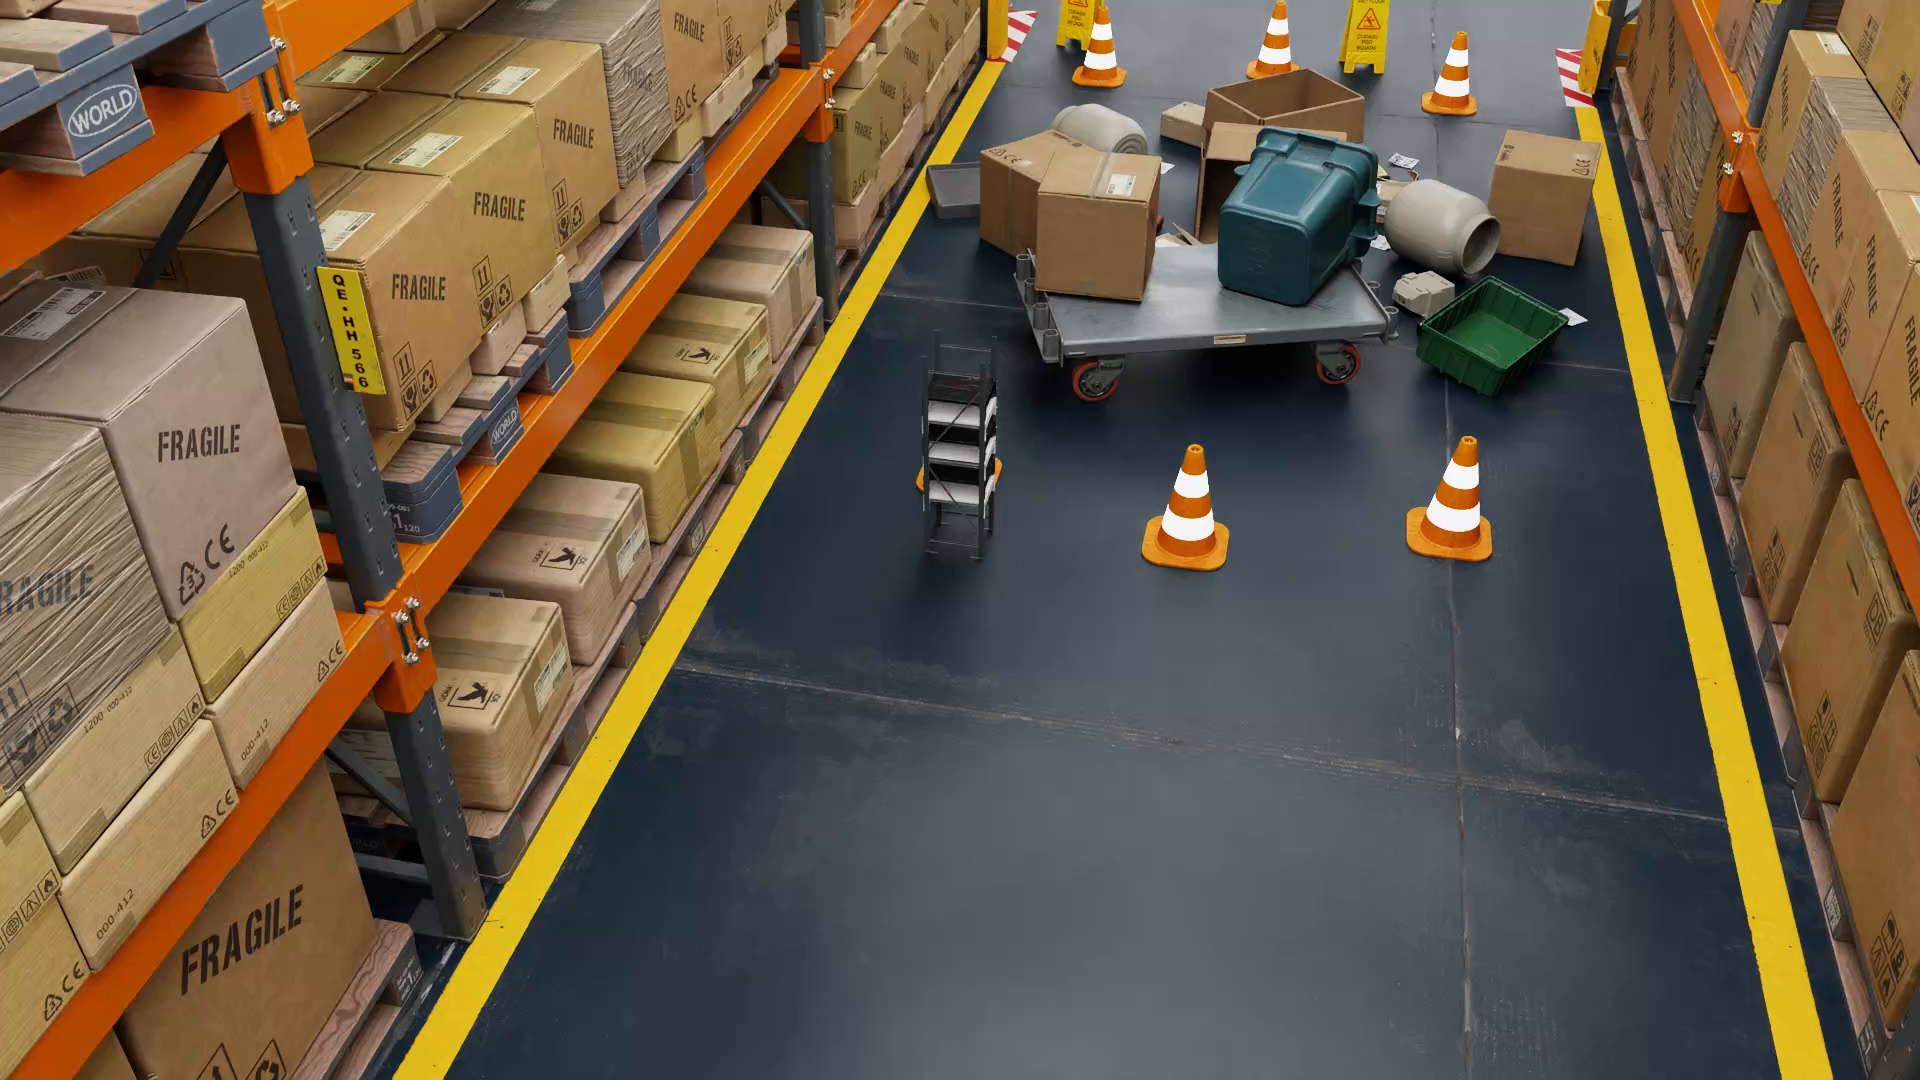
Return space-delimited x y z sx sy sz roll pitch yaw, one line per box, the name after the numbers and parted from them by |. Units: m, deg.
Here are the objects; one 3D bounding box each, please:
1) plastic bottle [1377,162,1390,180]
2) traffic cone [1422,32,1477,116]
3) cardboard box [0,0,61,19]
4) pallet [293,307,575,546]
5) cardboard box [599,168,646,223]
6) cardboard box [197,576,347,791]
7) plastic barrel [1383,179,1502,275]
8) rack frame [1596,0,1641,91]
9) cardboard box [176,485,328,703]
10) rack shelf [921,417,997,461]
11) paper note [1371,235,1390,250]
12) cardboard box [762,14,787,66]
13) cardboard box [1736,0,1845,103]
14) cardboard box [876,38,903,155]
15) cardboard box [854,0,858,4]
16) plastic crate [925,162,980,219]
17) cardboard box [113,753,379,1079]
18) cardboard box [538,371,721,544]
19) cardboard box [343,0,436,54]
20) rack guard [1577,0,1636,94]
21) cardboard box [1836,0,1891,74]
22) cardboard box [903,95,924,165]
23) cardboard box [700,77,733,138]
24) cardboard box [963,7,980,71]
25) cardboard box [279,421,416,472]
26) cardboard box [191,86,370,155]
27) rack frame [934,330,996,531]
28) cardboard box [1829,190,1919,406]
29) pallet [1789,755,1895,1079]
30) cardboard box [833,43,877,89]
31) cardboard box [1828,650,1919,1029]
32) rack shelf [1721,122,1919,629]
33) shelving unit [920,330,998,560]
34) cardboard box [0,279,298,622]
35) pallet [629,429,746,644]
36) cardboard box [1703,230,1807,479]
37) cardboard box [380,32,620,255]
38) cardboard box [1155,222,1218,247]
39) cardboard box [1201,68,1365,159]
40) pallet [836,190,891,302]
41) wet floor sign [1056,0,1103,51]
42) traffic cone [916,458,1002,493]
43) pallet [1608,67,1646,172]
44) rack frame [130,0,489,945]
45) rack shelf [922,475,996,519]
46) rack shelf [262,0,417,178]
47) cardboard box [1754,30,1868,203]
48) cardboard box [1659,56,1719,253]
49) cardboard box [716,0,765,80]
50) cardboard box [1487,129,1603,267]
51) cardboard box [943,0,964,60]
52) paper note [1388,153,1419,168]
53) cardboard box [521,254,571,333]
2.396 -2.099 9.594 0.133 0.061 0.283 -5 36 -6 | plastic bottle
3.105 -2.953 10.430 0.336 0.463 0.334 7 37 10 | traffic cone
-1.893 -1.274 2.950 0.797 0.503 0.637 5 36 7 | cardboard box
-1.912 -0.427 4.947 1.213 0.211 1.003 7 37 10 | pallet
-1.316 -1.235 5.754 0.380 0.149 0.250 8 37 11 | cardboard box
-1.814 0.300 3.908 0.500 0.250 0.500 6 36 8 | cardboard box
2.495 -1.613 8.615 0.421 0.421 0.512 -24 42 -30 | plastic barrel
4.606 -4.107 9.860 1.000 3.000 0.127 7 37 10 | rack frame
-1.815 0.085 3.779 0.500 0.250 0.500 7 37 10 | cardboard box
-0.002 -0.406 6.446 0.258 0.077 0.200 7 37 10 | rack shelf
2.254 -1.616 8.961 0.172 0.023 0.155 20 41 26 | paper note
-0.946 -2.115 6.968 0.380 0.149 0.250 8 37 11 | cardboard box
3.819 -2.087 6.946 0.875 0.550 0.550 7 37 10 | cardboard box
-0.613 -2.349 8.782 0.500 0.500 0.500 9 37 12 | cardboard box
-0.695 -2.722 8.164 0.380 0.149 0.250 7 37 10 | cardboard box
0.031 -1.991 9.429 0.402 0.080 0.583 -5 36 -6 | plastic crate
-2.189 0.993 4.277 0.875 0.875 0.875 7 37 10 | cardboard box
-1.512 -0.370 6.586 0.950 0.372 0.625 8 37 12 | cardboard box
-1.886 -1.650 5.221 0.380 0.149 0.250 6 36 8 | cardboard box
4.611 -3.109 10.613 1.175 0.500 0.348 7 37 10 | rack guard
3.651 -1.974 5.980 0.700 0.500 0.500 7 36 9 | cardboard box
-0.502 -2.349 9.421 0.500 0.250 0.500 7 36 9 | cardboard box
-1.090 -1.667 6.350 0.380 0.149 0.250 8 37 10 | cardboard box
-0.166 -3.215 10.615 0.500 0.250 0.500 7 37 10 | cardboard box
-1.709 -0.314 4.484 0.380 0.149 0.250 5 36 7 | cardboard box
-2.035 -1.007 4.887 0.500 0.500 0.500 7 36 9 | cardboard box
0.020 -0.418 6.560 0.240 0.900 0.006 7 37 10 | rack frame
3.051 -0.720 5.102 0.500 0.500 0.500 8 37 11 | cardboard box
3.139 1.166 4.961 1.003 0.211 1.213 7 37 10 | pallet
-0.631 -2.368 8.254 0.380 0.149 0.250 8 37 11 | cardboard box
3.115 0.883 4.535 1.050 0.750 0.750 7 36 9 | cardboard box
3.325 -0.376 5.325 1.077 0.370 4.000 7 37 10 | rack shelf
-0.002 -0.360 6.479 0.258 0.900 0.210 7 37 10 | shelving unit
-1.815 -0.199 3.531 0.500 0.500 0.500 6 36 9 | cardboard box
-1.529 -0.099 6.707 1.003 0.211 1.213 7 37 10 | pallet
3.707 -0.706 6.727 1.050 0.750 0.750 7 37 10 | cardboard box
-1.426 -1.248 5.219 0.500 0.500 0.500 8 37 11 | cardboard box
1.165 -1.467 8.548 0.258 0.266 0.396 -17 39 -22 | cardboard box
1.847 -2.334 9.542 0.797 0.503 0.637 -17 39 -22 | cardboard box
-0.997 -1.637 8.828 1.003 0.211 1.213 7 37 10 | pallet
0.835 -3.691 11.293 0.267 0.644 0.232 20 41 26 | wet floor sign
-0.003 -0.463 6.994 0.336 0.463 0.334 7 37 10 | traffic cone
4.512 -2.510 10.033 1.003 0.211 1.213 7 37 10 | pallet
-1.960 -0.083 4.308 1.000 3.000 0.127 7 37 10 | rack frame
-0.002 -0.187 6.605 0.258 0.077 0.200 7 37 10 | rack shelf
-1.533 -2.153 5.221 1.077 0.370 4.000 7 37 10 | rack shelf
3.377 -1.586 6.298 0.500 0.500 0.500 8 37 10 | cardboard box
4.143 -1.992 8.396 0.875 0.875 0.875 8 37 10 | cardboard box
-1.085 -2.129 6.435 0.500 0.500 0.500 8 37 10 | cardboard box
3.081 -1.821 8.835 0.500 0.500 0.500 14 38 18 | cardboard box
-0.276 -3.238 10.008 0.500 0.500 0.500 9 37 12 | cardboard box
2.621 -2.242 9.818 0.144 0.017 0.142 20 41 26 | paper note
-1.433 -0.778 5.124 0.380 0.149 0.250 8 37 10 | cardboard box
